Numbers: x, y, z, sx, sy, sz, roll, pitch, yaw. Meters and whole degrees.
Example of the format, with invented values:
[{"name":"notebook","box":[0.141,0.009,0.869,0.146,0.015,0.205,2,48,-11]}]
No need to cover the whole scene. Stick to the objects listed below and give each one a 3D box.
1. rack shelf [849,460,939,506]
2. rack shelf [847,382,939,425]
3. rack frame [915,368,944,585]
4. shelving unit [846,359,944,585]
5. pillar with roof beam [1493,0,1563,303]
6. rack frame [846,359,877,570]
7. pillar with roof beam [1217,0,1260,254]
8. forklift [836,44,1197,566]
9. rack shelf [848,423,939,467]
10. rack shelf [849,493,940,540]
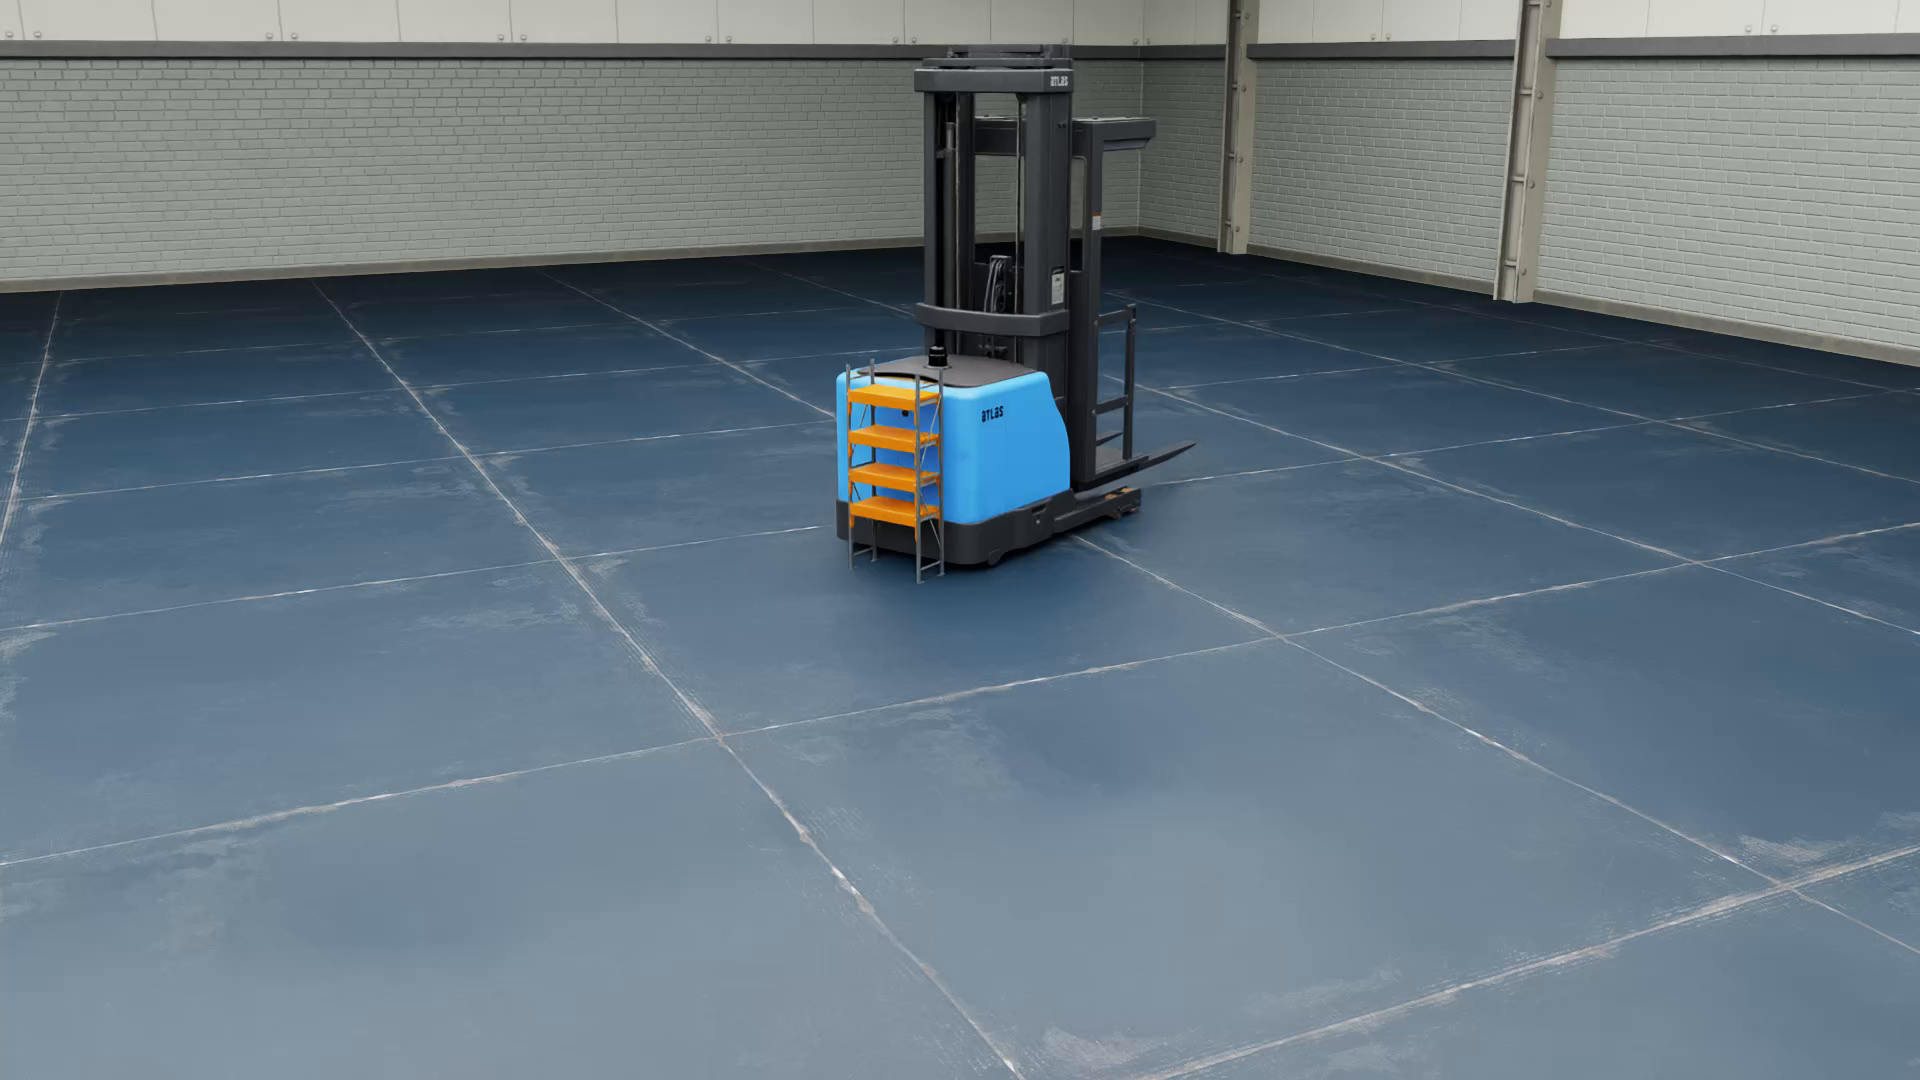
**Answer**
[{"name":"rack shelf","box":[-0.366,-0.326,9.454,0.480,0.148,0.258,11,19,34]},{"name":"rack shelf","box":[-0.366,-0.768,9.327,0.480,0.148,0.258,11,19,34]},{"name":"rack frame","box":[-0.168,-0.351,9.299,0.015,1.200,0.240,11,19,34]},{"name":"shelving unit","box":[-0.366,-0.390,9.436,0.503,1.200,0.258,11,19,34]},{"name":"pillar with roof beam","box":[2.982,-6.771,17.530,9.100,9.000,0.400,-8,18,-25]},{"name":"rack frame","box":[-0.565,-0.430,9.572,0.015,1.200,0.240,11,19,34]},{"name":"pillar with roof beam","box":[0.353,-8.258,22.714,9.100,9.000,0.400,-8,18,-25]},{"name":"forklift","box":[0.529,-1.609,10.543,1.130,2.935,3.031,11,20,34]},{"name":"rack shelf","box":[-0.366,-0.541,9.393,0.480,0.148,0.258,11,19,34]},{"name":"rack shelf","box":[-0.366,-0.135,9.509,0.480,0.148,0.258,11,19,34]}]
